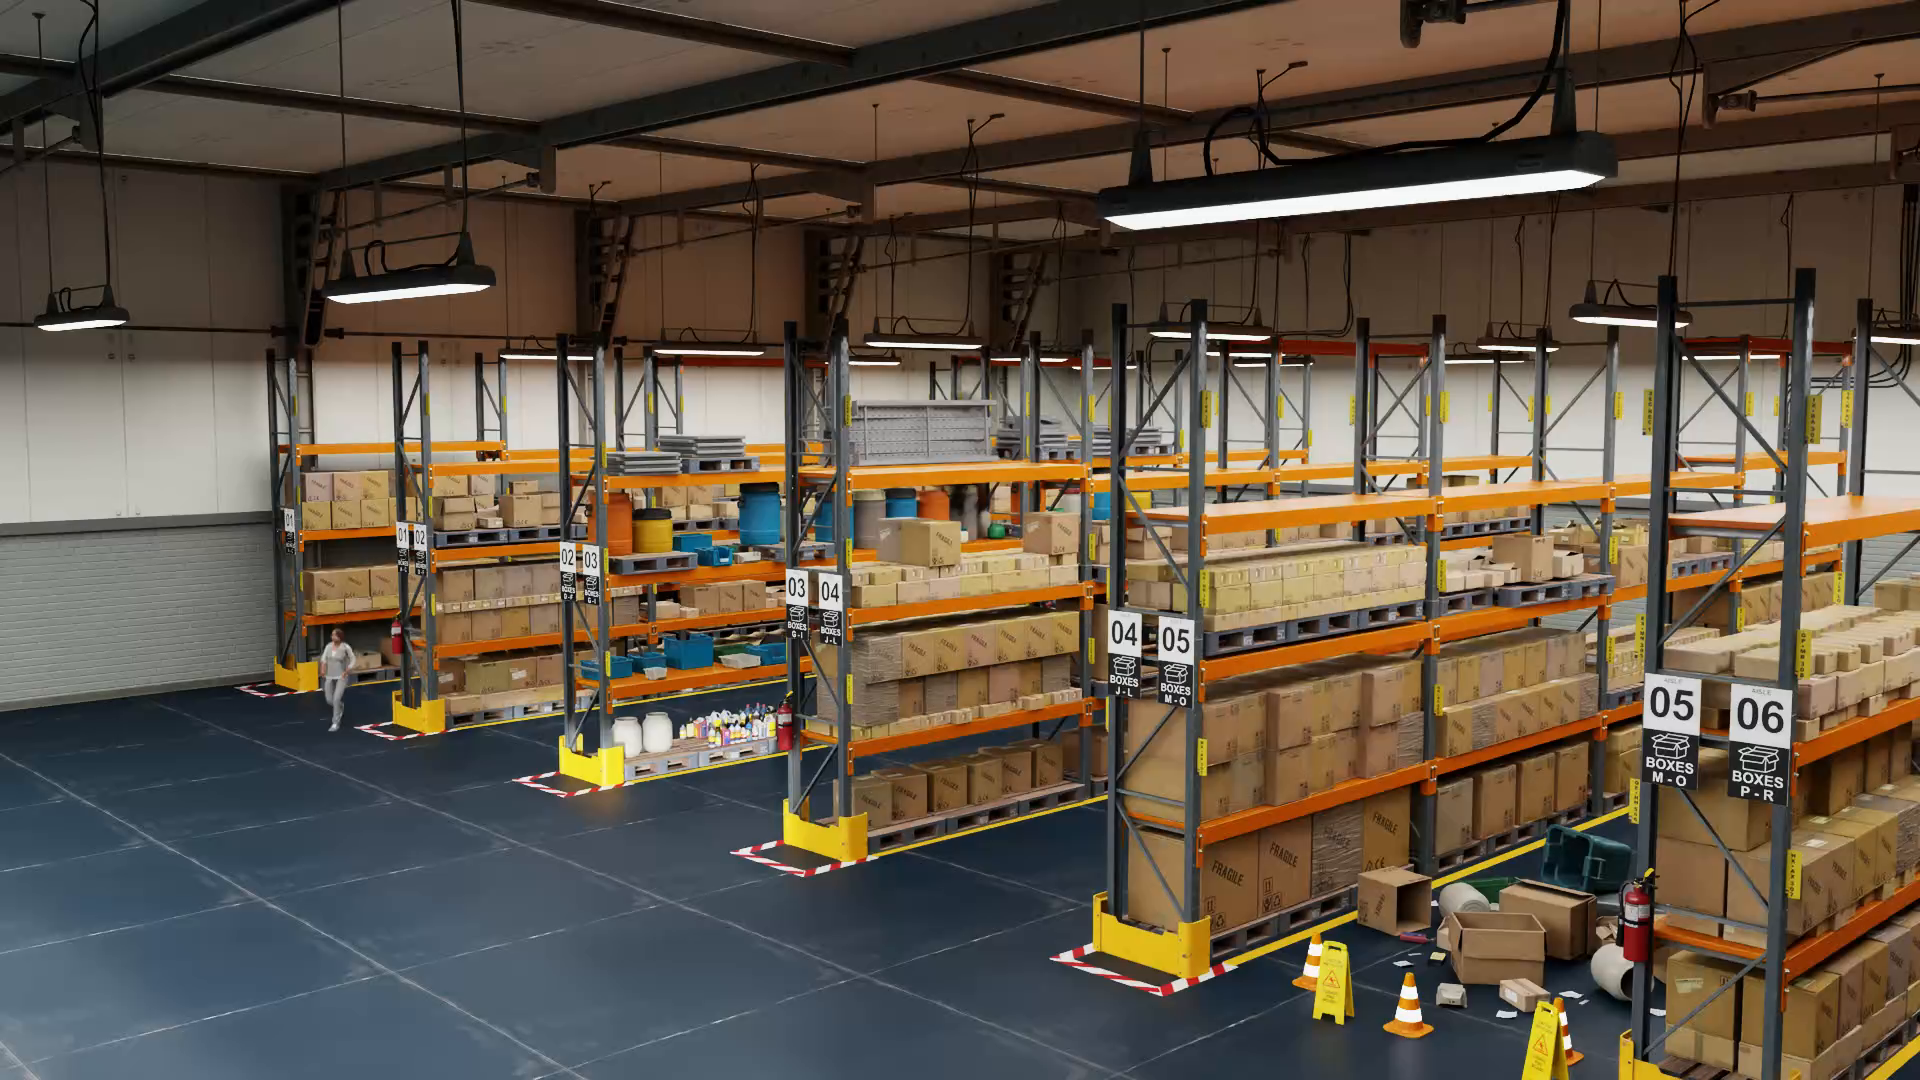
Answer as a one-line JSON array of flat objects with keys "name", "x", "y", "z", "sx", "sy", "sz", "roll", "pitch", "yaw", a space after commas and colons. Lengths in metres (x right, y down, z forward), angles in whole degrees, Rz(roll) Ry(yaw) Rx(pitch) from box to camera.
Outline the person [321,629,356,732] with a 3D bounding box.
[{"name": "person", "x": -9.672, "y": 2.161, "z": 25.883, "sx": 0.550, "sy": 1.590, "sz": 0.614, "roll": 0, "pitch": 5, "yaw": 3}]
